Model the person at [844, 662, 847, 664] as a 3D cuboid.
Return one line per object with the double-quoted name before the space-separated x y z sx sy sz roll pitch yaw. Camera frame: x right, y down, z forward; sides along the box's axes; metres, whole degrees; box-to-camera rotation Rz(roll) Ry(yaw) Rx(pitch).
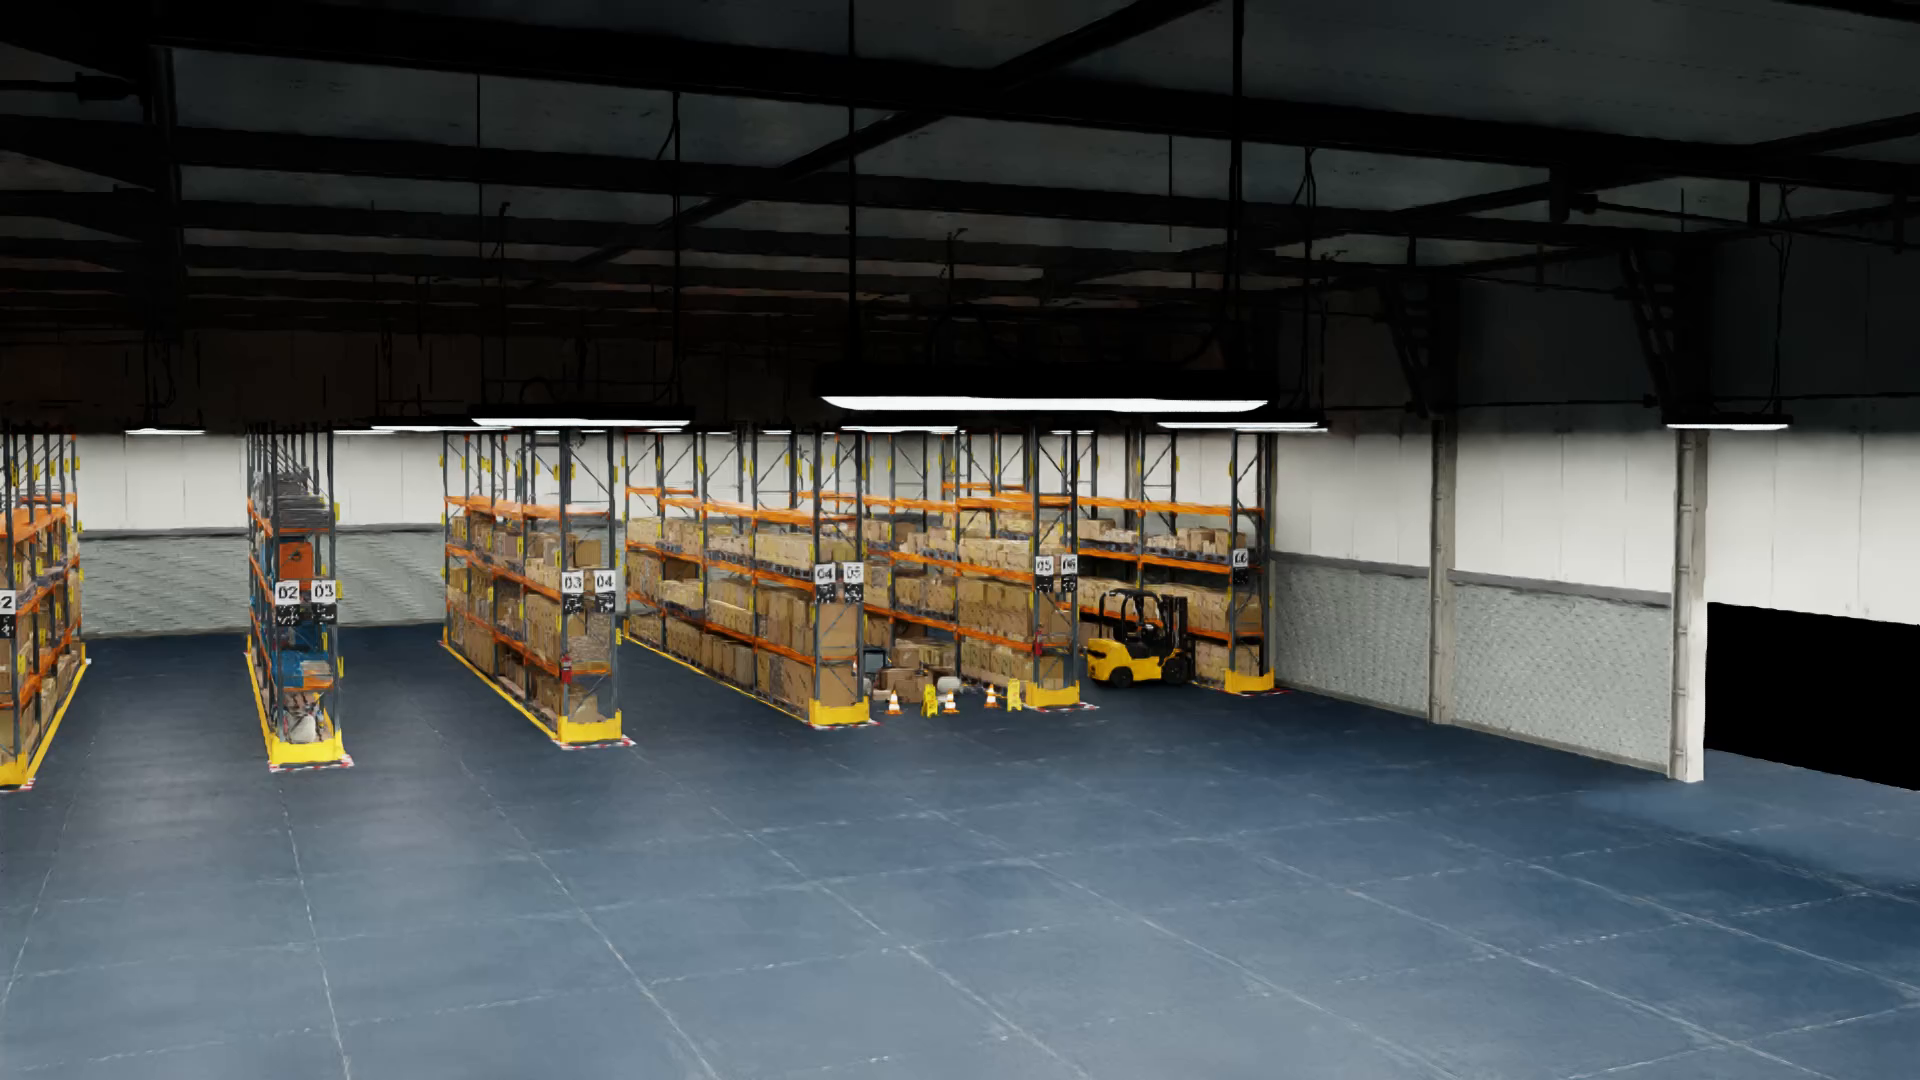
"person" -2.957 2.356 40.031 0.555 1.710 0.615 0 4 5
